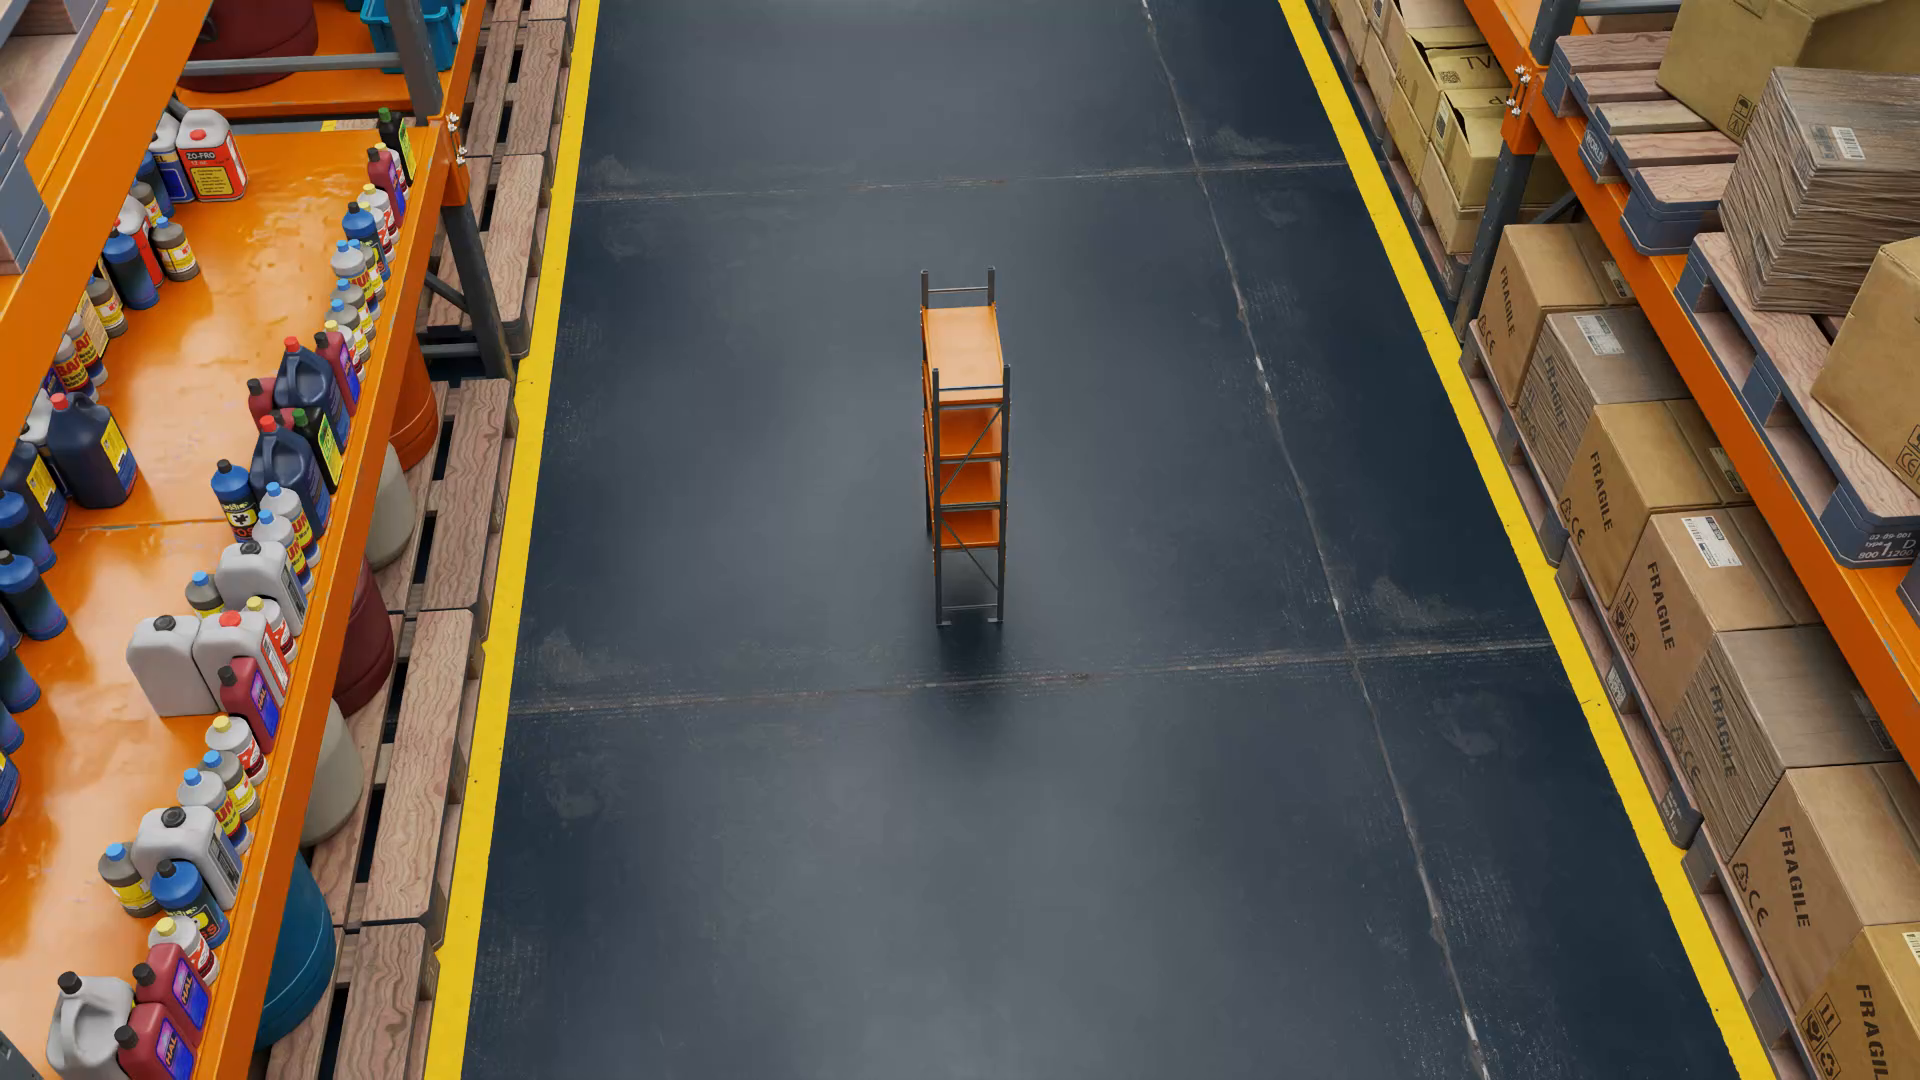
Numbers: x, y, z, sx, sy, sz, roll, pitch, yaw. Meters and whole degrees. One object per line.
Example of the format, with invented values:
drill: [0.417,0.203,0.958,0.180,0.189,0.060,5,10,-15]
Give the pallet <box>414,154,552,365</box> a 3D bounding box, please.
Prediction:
pallet: [-2.358,-1.234,7.273,1.003,0.211,1.213,-3,47,-3]

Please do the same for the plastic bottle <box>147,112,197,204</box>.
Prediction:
plastic bottle: [-2.617,-1.255,5.458,0.152,0.276,0.135,-3,47,-3]

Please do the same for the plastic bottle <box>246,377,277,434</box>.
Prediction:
plastic bottle: [-1.905,-0.354,4.599,0.061,0.283,0.133,-3,47,-3]

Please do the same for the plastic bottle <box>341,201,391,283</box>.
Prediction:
plastic bottle: [-1.845,-0.926,5.150,0.097,0.271,0.097,0,47,0]

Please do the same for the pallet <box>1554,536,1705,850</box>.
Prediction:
pallet: [2.729,0.454,5.675,1.003,0.211,1.213,-3,47,-3]

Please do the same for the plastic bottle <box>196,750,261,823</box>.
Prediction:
plastic bottle: [-1.677,0.554,3.797,0.097,0.201,0.097,0,47,0]

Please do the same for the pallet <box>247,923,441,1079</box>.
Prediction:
pallet: [-2.020,1.662,4.530,1.003,0.211,1.213,-3,47,-3]

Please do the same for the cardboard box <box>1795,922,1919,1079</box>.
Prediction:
cardboard box: [2.613,1.334,4.339,0.500,0.500,0.500,-4,47,-4]

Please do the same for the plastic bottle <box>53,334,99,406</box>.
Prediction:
plastic bottle: [-2.558,-0.499,4.745,0.097,0.271,0.097,0,47,0]

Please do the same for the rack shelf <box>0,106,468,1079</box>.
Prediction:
rack shelf: [-2.164,0.064,4.618,1.077,0.370,4.000,-3,47,-3]

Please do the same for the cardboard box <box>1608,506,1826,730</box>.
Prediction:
cardboard box: [2.493,0.246,5.370,0.500,0.500,0.500,-5,47,-5]

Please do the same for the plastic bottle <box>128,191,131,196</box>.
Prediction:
plastic bottle: [-2.635,-1.016,5.227,0.061,0.283,0.133,-3,47,-3]

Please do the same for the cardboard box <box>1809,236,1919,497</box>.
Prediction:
cardboard box: [2.730,-0.488,4.288,0.700,0.500,0.500,-14,48,-13]

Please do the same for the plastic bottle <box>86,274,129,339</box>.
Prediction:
plastic bottle: [-2.585,-0.712,4.995,0.097,0.201,0.097,0,47,0]

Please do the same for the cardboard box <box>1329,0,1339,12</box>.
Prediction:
cardboard box: [2.144,-2.970,8.601,0.500,0.250,0.500,-5,47,-5]

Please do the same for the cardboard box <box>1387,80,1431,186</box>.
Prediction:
cardboard box: [2.271,-1.866,7.556,0.500,0.250,0.500,-4,47,-4]

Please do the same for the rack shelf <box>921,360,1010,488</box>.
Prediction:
rack shelf: [0.014,-0.400,5.587,0.258,0.148,0.480,-3,47,-3]

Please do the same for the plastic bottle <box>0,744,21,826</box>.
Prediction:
plastic bottle: [-2.271,0.493,3.751,0.144,0.351,0.185,-3,47,-3]

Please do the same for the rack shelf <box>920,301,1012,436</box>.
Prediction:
rack shelf: [0.014,-0.563,5.416,0.258,0.148,0.480,-3,47,-3]

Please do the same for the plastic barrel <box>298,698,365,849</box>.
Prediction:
plastic barrel: [-2.043,0.654,4.989,0.421,0.512,0.421,0,47,0]

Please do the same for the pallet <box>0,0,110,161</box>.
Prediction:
pallet: [-2.258,-1.084,3.275,1.003,0.211,1.213,-3,47,-3]

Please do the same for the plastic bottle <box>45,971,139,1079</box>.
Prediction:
plastic bottle: [-1.706,0.977,3.292,0.144,0.351,0.185,-3,47,-3]

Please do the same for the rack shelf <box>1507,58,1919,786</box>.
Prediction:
rack shelf: [2.772,-0.234,4.901,1.077,0.370,4.000,-3,47,-3]

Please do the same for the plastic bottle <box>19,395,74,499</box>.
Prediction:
plastic bottle: [-2.501,-0.251,4.507,0.152,0.276,0.135,-3,47,-3]

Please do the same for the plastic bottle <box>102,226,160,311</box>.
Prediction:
plastic bottle: [-2.536,-0.836,5.065,0.097,0.271,0.097,0,47,0]

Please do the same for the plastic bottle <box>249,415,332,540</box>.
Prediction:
plastic bottle: [-1.778,-0.171,4.380,0.144,0.351,0.185,-3,47,-3]

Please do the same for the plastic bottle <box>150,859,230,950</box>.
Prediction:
plastic bottle: [-1.649,0.768,3.545,0.097,0.271,0.097,0,47,0]

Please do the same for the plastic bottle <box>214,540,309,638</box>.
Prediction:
plastic bottle: [-1.753,0.111,4.164,0.152,0.276,0.135,-3,47,-3]

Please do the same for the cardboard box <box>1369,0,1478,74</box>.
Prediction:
cardboard box: [2.226,-2.425,7.699,0.500,0.311,0.500,-4,47,-4]

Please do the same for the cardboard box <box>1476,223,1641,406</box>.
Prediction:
cardboard box: [2.358,-0.873,6.430,0.500,0.500,0.500,-2,47,-2]

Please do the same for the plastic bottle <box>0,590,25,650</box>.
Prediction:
plastic bottle: [-2.455,0.147,4.130,0.152,0.276,0.135,-3,47,-3]

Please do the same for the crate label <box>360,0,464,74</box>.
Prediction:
crate label: [-1.993,-1.900,6.099,0.303,0.233,0.416,-3,47,-3]

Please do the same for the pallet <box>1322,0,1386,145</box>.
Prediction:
pallet: [2.476,-2.448,8.423,1.003,0.211,1.213,-3,47,-3]

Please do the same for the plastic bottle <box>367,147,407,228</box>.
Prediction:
plastic bottle: [-1.853,-1.156,5.359,0.061,0.283,0.133,-3,47,-3]

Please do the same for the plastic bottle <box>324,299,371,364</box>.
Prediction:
plastic bottle: [-1.813,-0.621,4.909,0.097,0.201,0.097,0,47,0]

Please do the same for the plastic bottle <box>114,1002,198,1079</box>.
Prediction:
plastic bottle: [-1.602,1.013,3.305,0.061,0.283,0.133,-3,47,-3]

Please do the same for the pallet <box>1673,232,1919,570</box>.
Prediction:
pallet: [2.772,-0.456,4.748,1.003,0.211,1.213,-3,47,-3]

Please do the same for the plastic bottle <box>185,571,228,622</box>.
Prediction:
plastic bottle: [-1.875,0.158,4.171,0.097,0.201,0.097,0,47,0]

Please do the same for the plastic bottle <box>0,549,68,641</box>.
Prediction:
plastic bottle: [-2.332,0.127,4.152,0.097,0.271,0.097,0,47,0]

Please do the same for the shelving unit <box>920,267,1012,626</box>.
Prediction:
shelving unit: [0.014,-0.293,5.701,0.258,1.200,0.503,-3,47,-3]

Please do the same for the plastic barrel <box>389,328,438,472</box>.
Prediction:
plastic barrel: [-2.274,-0.675,6.029,0.600,0.830,0.708,-3,47,-3]
